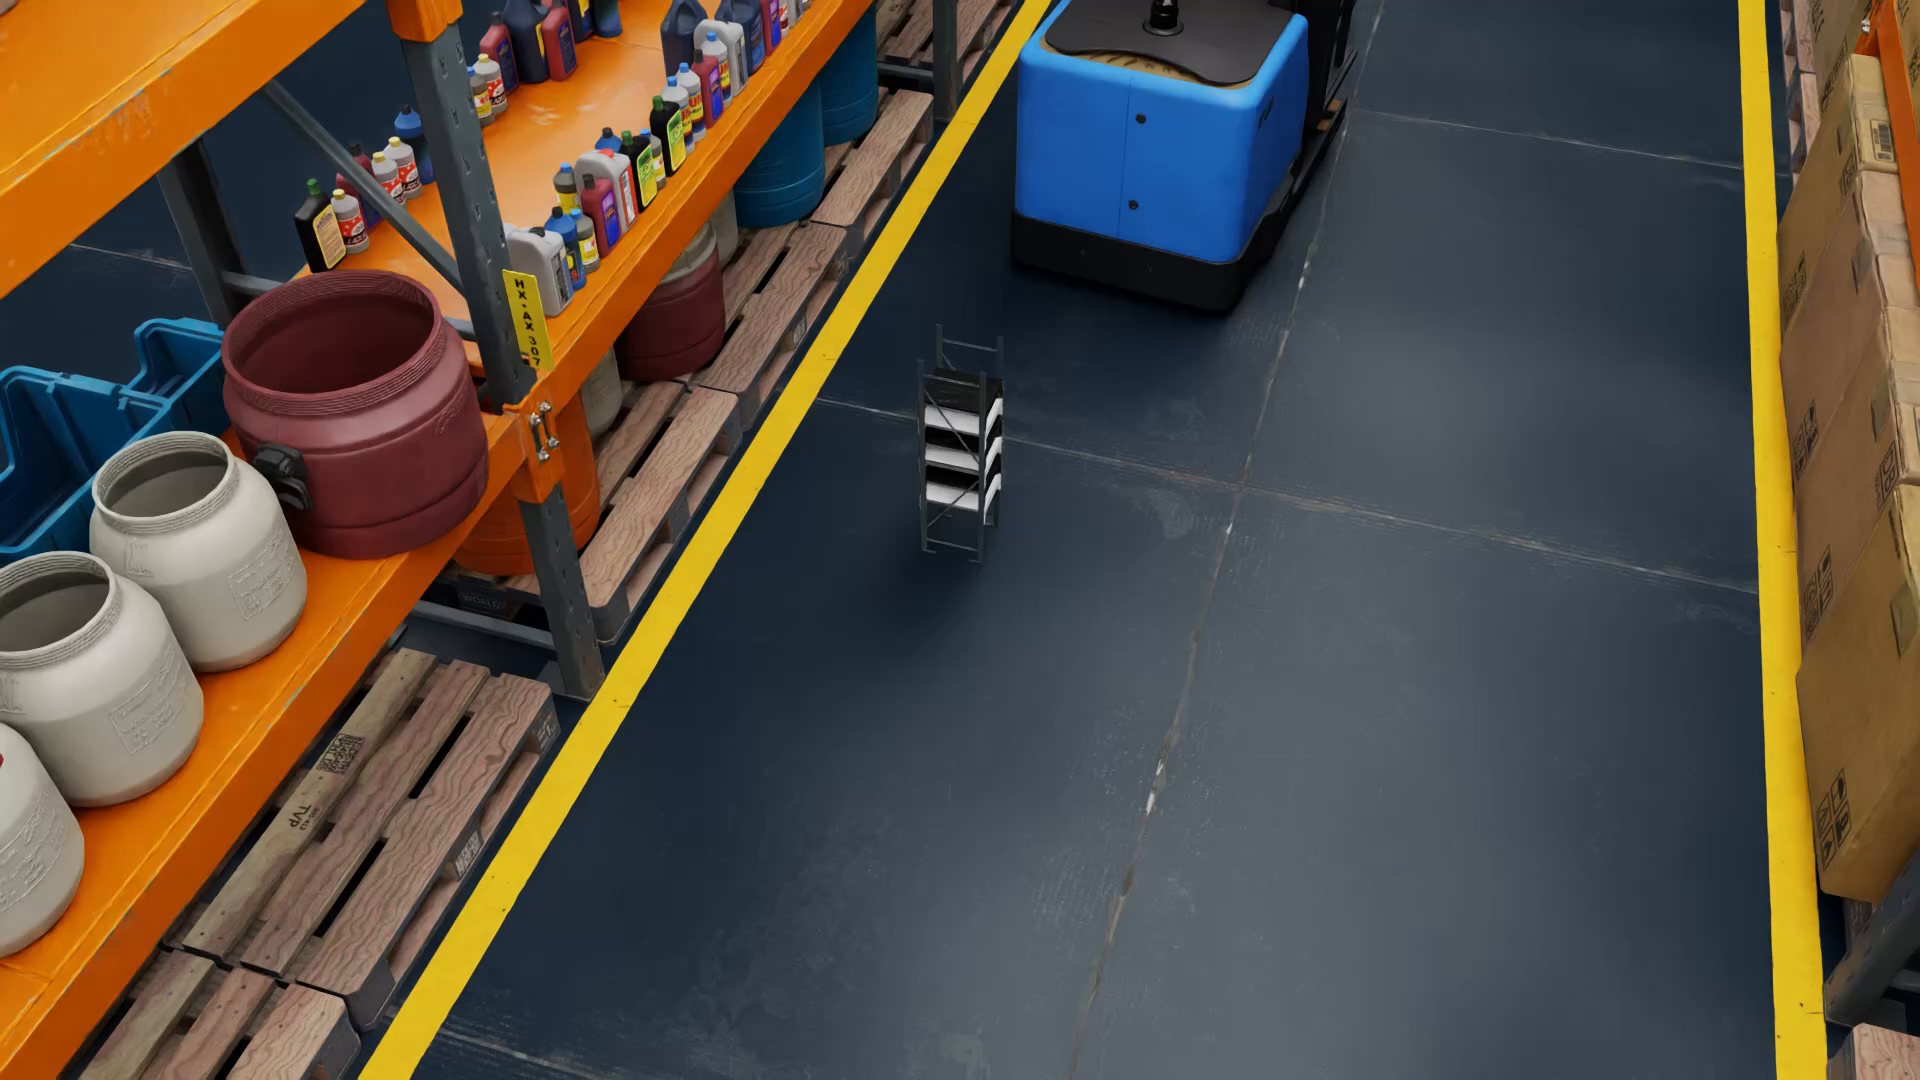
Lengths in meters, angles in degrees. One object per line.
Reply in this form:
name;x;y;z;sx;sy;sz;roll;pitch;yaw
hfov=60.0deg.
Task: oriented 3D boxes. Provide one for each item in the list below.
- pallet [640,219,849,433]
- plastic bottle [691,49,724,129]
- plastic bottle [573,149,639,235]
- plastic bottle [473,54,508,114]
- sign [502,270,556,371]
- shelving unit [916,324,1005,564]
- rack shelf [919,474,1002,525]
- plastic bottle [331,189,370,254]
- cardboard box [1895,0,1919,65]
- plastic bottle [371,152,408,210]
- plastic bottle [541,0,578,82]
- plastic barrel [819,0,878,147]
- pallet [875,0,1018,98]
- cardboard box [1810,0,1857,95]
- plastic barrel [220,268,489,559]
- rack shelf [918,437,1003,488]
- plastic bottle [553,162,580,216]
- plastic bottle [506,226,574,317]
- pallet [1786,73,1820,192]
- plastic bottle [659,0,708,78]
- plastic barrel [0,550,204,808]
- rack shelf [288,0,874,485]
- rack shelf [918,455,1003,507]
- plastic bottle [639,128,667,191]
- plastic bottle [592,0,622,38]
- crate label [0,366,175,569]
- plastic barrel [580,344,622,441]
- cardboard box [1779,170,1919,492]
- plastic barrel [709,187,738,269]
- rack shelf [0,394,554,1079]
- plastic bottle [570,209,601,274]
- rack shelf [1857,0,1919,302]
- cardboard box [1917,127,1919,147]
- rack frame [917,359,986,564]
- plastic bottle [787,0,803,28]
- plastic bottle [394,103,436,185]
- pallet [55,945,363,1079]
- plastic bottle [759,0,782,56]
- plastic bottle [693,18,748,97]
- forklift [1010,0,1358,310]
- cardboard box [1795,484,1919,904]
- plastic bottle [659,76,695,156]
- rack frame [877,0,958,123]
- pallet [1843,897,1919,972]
pallet;-1.149;-1.007;7.128;1.003;0.211;1.213;13;46;13
plastic bottle;-0.887;-1.597;5.821;0.061;0.283;0.133;13;46;13
plastic bottle;-1.140;-1.142;5.361;0.152;0.276;0.135;13;46;13
plastic bottle;-1.675;-1.628;5.912;0.097;0.201;0.097;0;44;0
sign;-1.193;-0.605;4.607;0.100;0.325;0.005;13;46;13
shelving unit;0.002;-0.327;5.941;0.258;0.900;0.210;13;46;12
rack shelf;0.002;-0.175;6.090;0.258;0.077;0.200;13;46;12
plastic bottle;-1.951;-1.020;5.290;0.097;0.201;0.097;0;44;0
cardboard box;3.835;-2.058;6.137;0.500;0.500;0.500;13;46;13
plastic bottle;-1.881;-1.174;5.447;0.097;0.201;0.097;0;44;0
plastic bottle;-1.464;-1.831;6.060;0.061;0.283;0.133;13;46;13
plastic barrel;-0.689;-2.366;7.723;0.600;0.901;0.708;13;46;13
pallet;-0.323;-2.826;8.987;1.003;0.211;1.213;13;46;13
cardboard box;4.761;-2.689;8.072;0.875;0.875;0.875;13;46;13
plastic barrel;-1.571;-0.334;4.349;0.600;0.536;0.708;13;46;13
rack shelf;0.002;-0.303;5.964;0.258;0.077;0.200;13;46;12
plastic bottle;-1.265;-1.130;5.402;0.097;0.201;0.097;0;44;0
plastic bottle;-1.281;-0.834;5.046;0.152;0.276;0.135;13;46;13
pallet;4.517;-1.769;7.907;1.003;0.211;1.213;13;46;13
plastic bottle;-0.994;-1.833;6.014;0.144;0.351;0.185;13;46;13
plastic barrel;-1.955;0.313;3.705;0.421;0.512;0.421;0;44;0
rack shelf;-1.114;-1.734;6.392;1.077;0.370;4.000;13;46;13
rack shelf;0.002;-0.239;6.027;0.258;0.077;0.200;13;46;12
plastic bottle;-1.039;-1.276;5.552;0.097;0.201;0.097;0;44;0
plastic bottle;-1.345;-2.047;6.289;0.097;0.271;0.097;0;44;0
crate label;-2.278;-0.066;4.148;0.502;0.435;0.616;13;46;13
plastic barrel;-1.502;-0.644;6.242;0.421;0.512;0.421;0;44;0
cardboard box;3.768;-0.640;5.978;1.225;0.875;0.875;11;45;11
plastic barrel;-1.160;-1.397;7.012;0.421;0.512;0.421;0;44;0
rack shelf;-2.325;0.932;3.667;1.077;0.370;4.000;13;46;13
plastic bottle;-1.190;-0.944;5.212;0.097;0.201;0.097;0;44;0
rack shelf;3.606;-0.685;5.320;1.077;0.370;4.000;13;46;13
cardboard box;3.531;-1.389;5.453;0.500;0.500;0.500;12;46;12
rack frame;-0.028;-0.259;5.872;0.240;0.900;0.006;13;46;12
plastic bottle;-0.694;-2.125;6.366;0.152;0.276;0.135;13;46;13
plastic bottle;-1.823;-1.329;5.556;0.097;0.271;0.097;0;44;0
pallet;-2.362;1.657;4.406;1.003;0.211;1.213;13;46;13
plastic bottle;-0.720;-1.964;6.196;0.061;0.283;0.133;13;46;13
plastic bottle;-0.861;-1.758;5.991;0.152;0.276;0.135;13;46;13
forklift;1.284;-3.076;7.298;1.130;2.935;3.031;17;47;17
cardboard box;3.230;0.544;4.768;1.225;0.875;0.875;11;45;11
plastic bottle;-0.969;-1.455;5.684;0.097;0.271;0.097;0;44;0
rack frame;-0.508;-3.325;7.503;1.000;3.000;0.127;13;46;13
pallet;3.311;0.878;5.202;1.003;0.211;1.213;13;46;13
